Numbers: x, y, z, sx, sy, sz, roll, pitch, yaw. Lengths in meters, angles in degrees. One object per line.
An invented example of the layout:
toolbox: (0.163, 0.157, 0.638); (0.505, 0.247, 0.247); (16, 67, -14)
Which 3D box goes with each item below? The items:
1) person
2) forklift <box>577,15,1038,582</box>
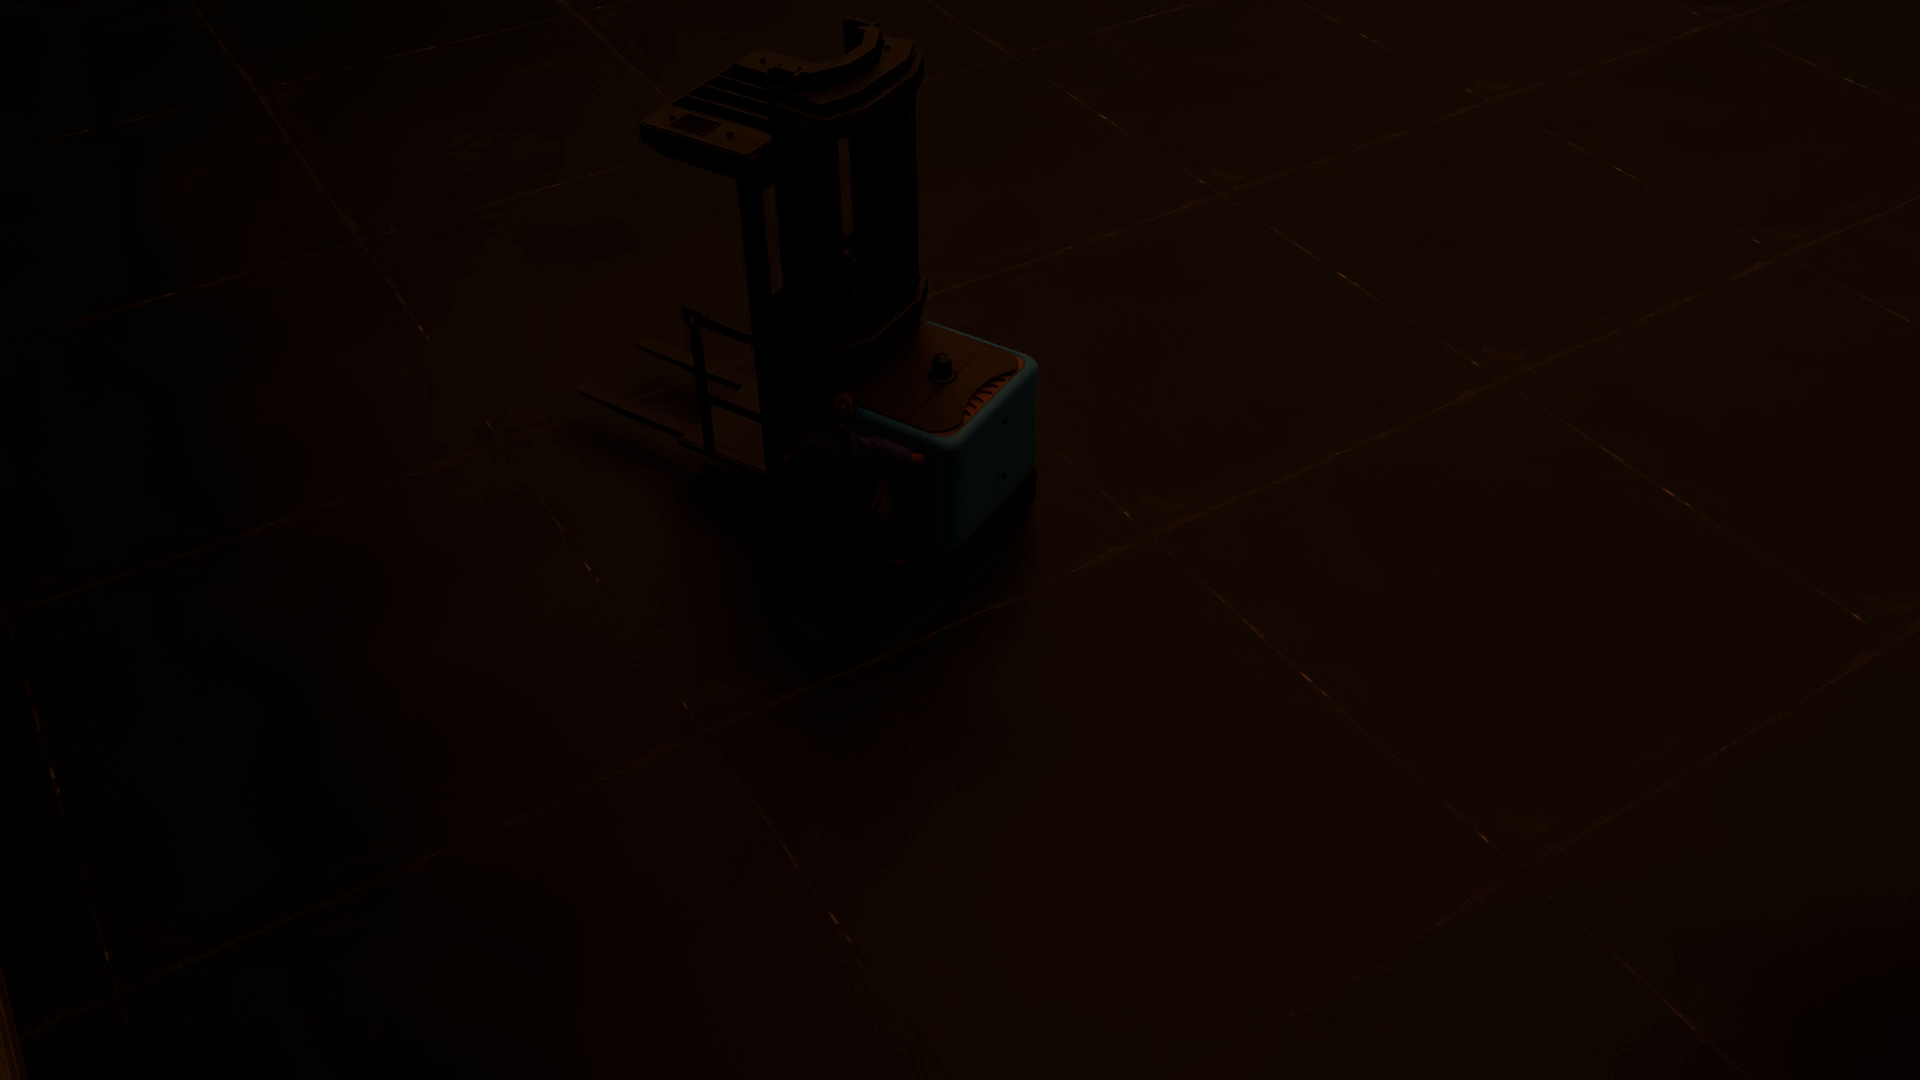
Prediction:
person: (-0.583, -0.362, 9.411); (0.797, 1.429, 0.778); (-2, 41, -3)
forklift: (-1.053, -1.593, 9.694); (3.031, 2.935, 1.130); (22, 46, 23)
